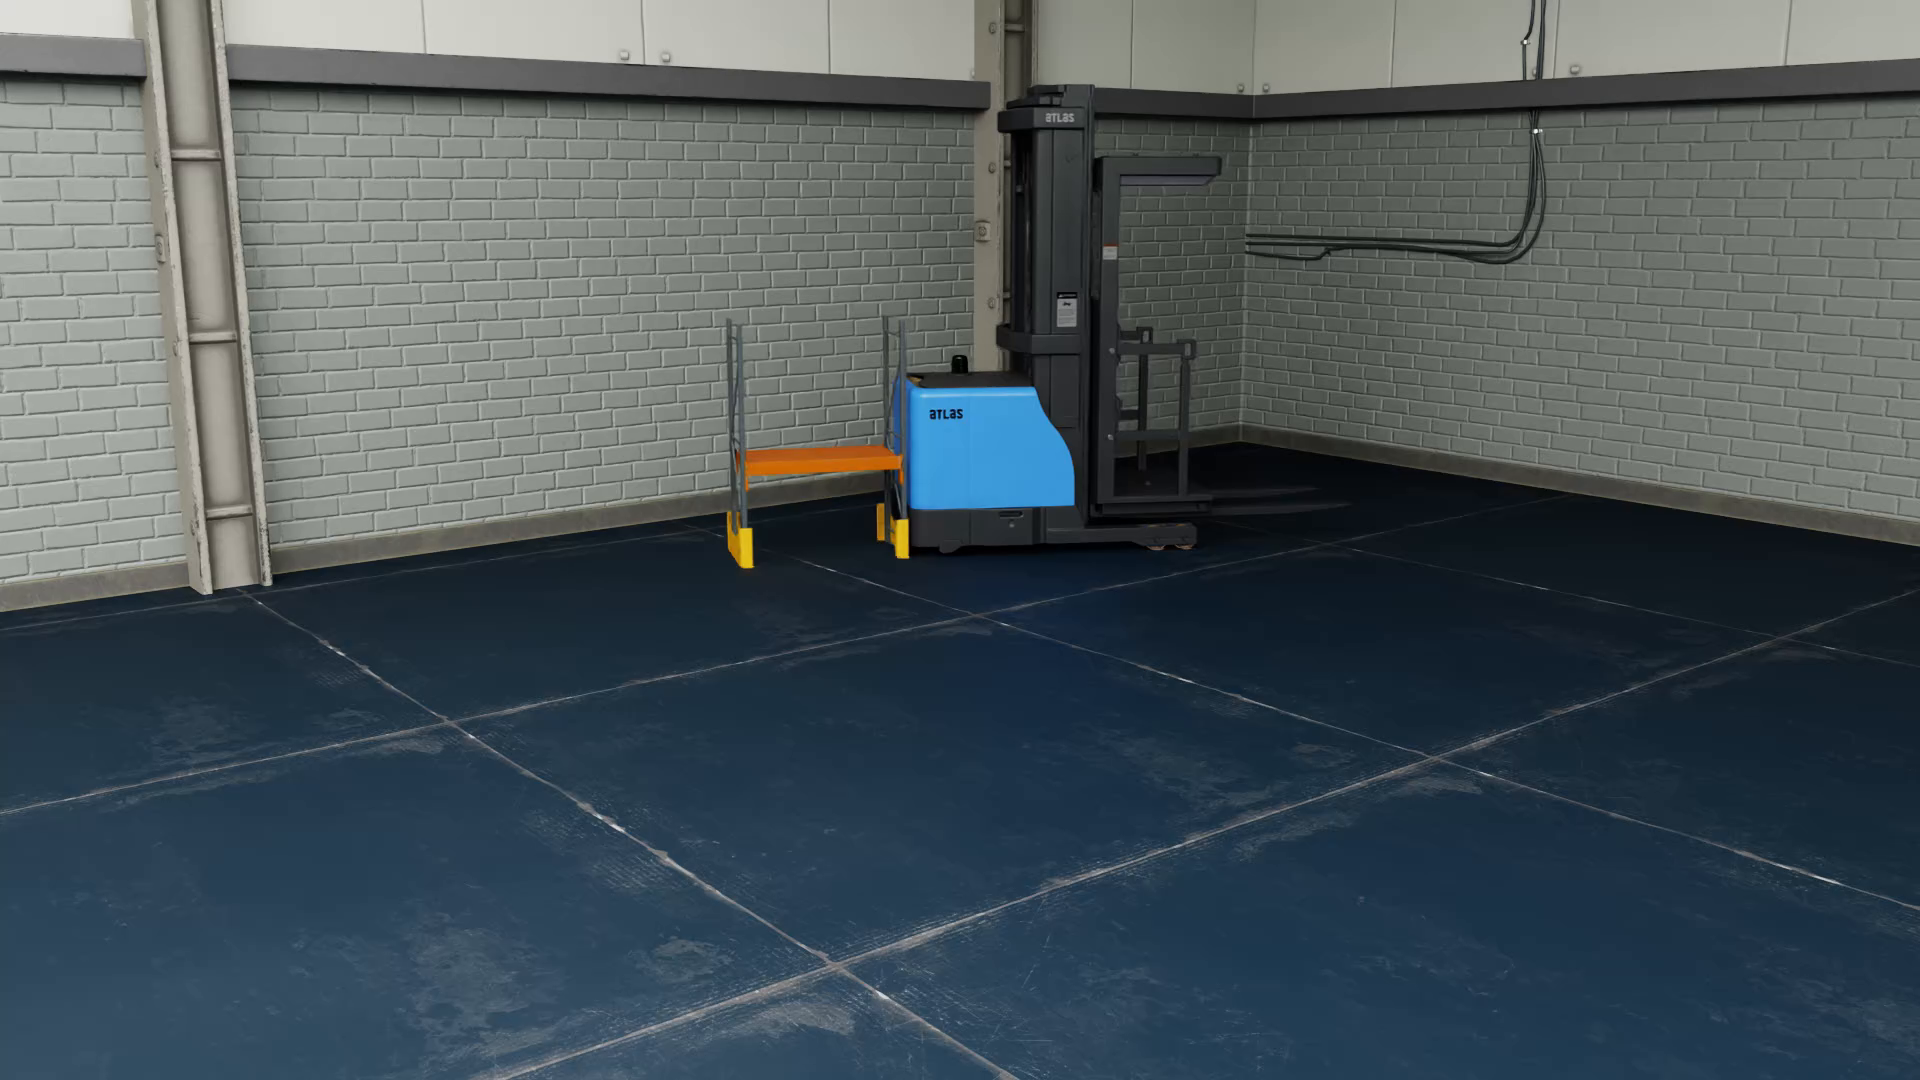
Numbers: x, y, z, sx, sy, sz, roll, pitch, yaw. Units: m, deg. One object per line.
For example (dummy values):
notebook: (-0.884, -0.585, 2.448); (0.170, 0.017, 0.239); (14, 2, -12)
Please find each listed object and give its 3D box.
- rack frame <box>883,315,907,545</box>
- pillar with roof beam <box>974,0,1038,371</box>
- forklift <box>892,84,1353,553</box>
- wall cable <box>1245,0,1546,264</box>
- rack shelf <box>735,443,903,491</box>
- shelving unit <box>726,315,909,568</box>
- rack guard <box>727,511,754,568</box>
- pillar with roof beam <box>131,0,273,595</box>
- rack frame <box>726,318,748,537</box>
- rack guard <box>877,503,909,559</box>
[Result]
rack frame: (-0.420, -0.676, 10.701); (0.032, 1.500, 0.500); (-3, 12, -15)
pillar with roof beam: (3.046, -4.216, 9.317); (0.400, 9.000, 9.100); (-9, 15, -38)
forklift: (1.099, -1.471, 11.001); (3.031, 2.935, 1.130); (-2, 12, -9)
wall cable: (3.483, -3.563, 13.718); (0.112, 2.526, 3.097); (-9, 15, -38)
rack shelf: (-0.909, -0.471, 10.604); (1.000, 0.185, 0.538); (-3, 12, -15)
shelving unit: (-0.918, -0.647, 10.564); (1.083, 1.500, 0.587); (-3, 12, -15)
rack guard: (-1.397, -0.007, 10.562); (0.087, 0.250, 0.587); (-3, 12, -15)
pillar with roof beam: (-1.639, -3.437, 5.651); (0.400, 9.000, 9.100); (-9, 15, -38)
rack frame: (-1.398, -0.619, 10.432); (0.032, 1.500, 0.500); (-3, 12, -15)
rack guard: (-0.438, -0.063, 10.826); (0.087, 0.250, 0.587); (-3, 12, -15)
